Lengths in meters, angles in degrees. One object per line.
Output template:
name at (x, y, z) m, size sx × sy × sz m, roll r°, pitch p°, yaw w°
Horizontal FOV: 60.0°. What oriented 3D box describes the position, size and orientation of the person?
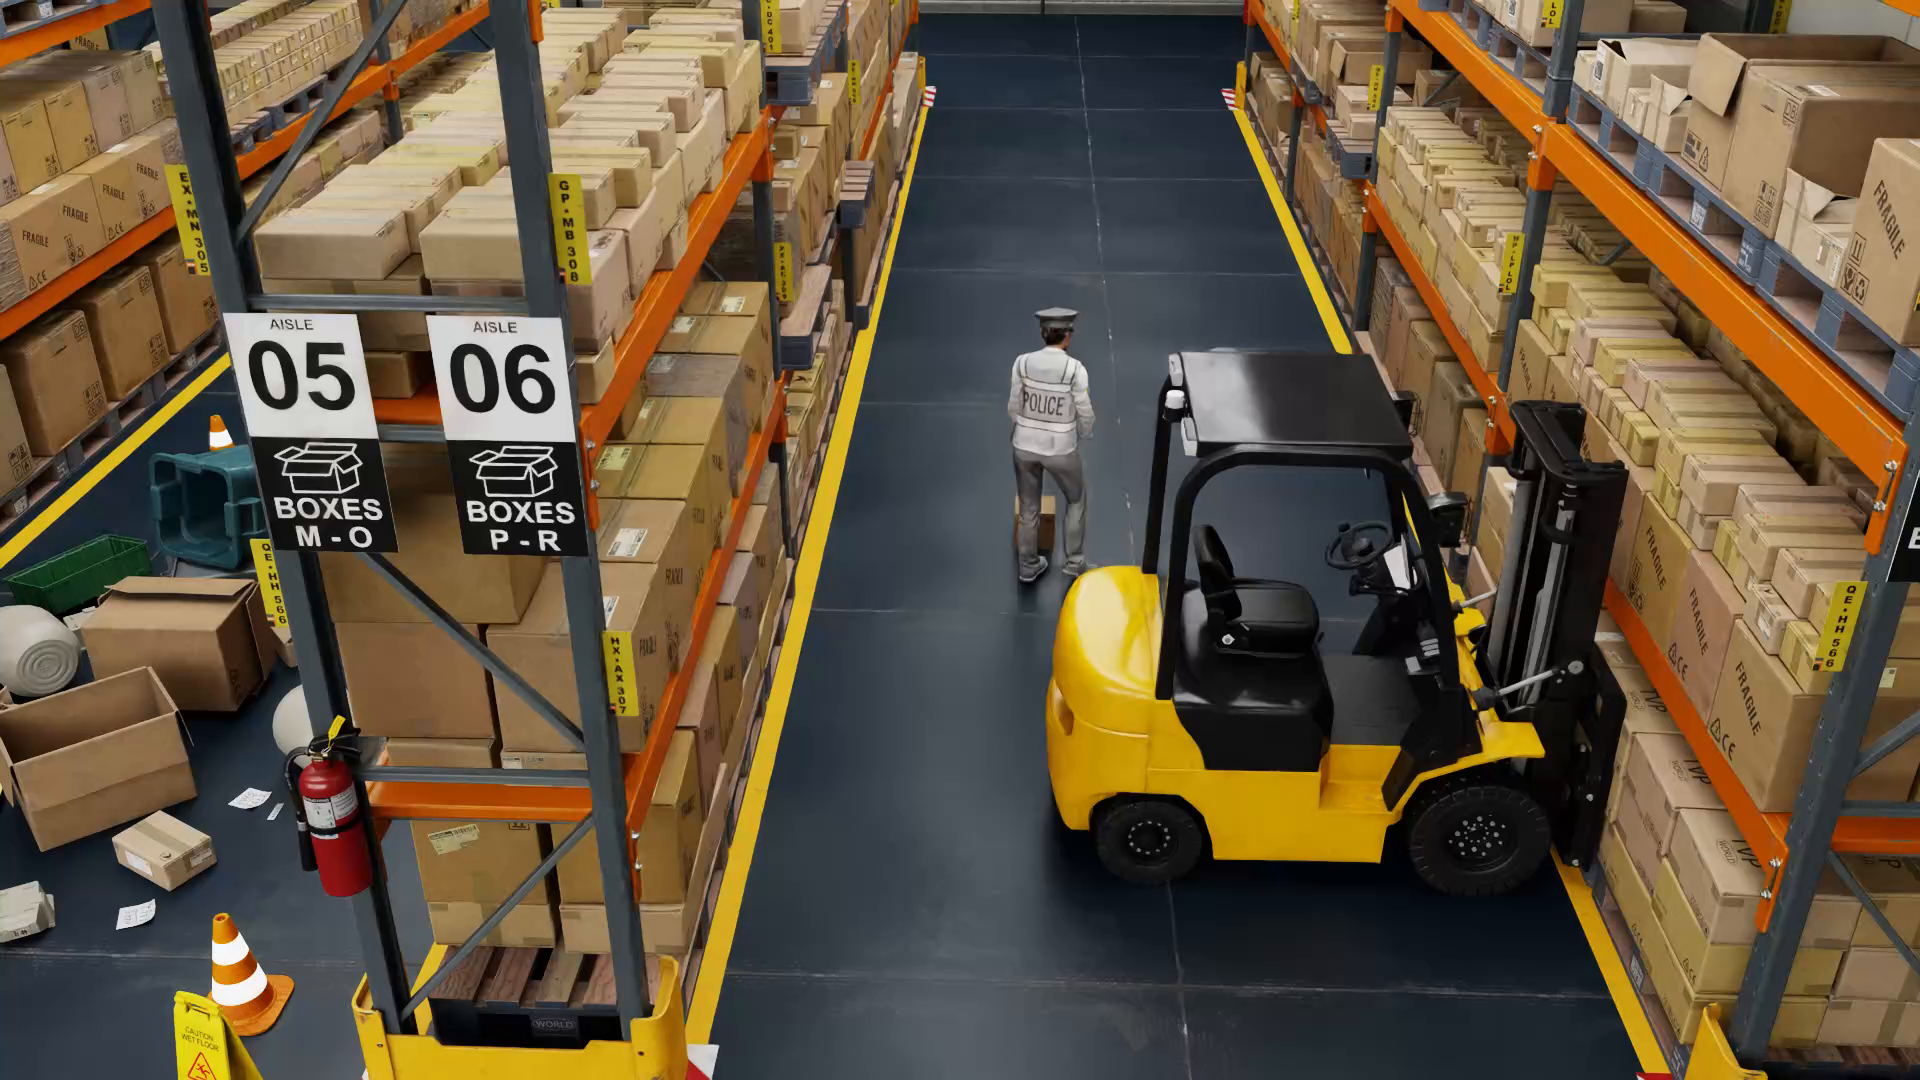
person at (0.542, -0.519, 9.587) m, size 0.537 × 1.681 × 0.518 m, roll 9°, pitch 29°, yaw 17°
